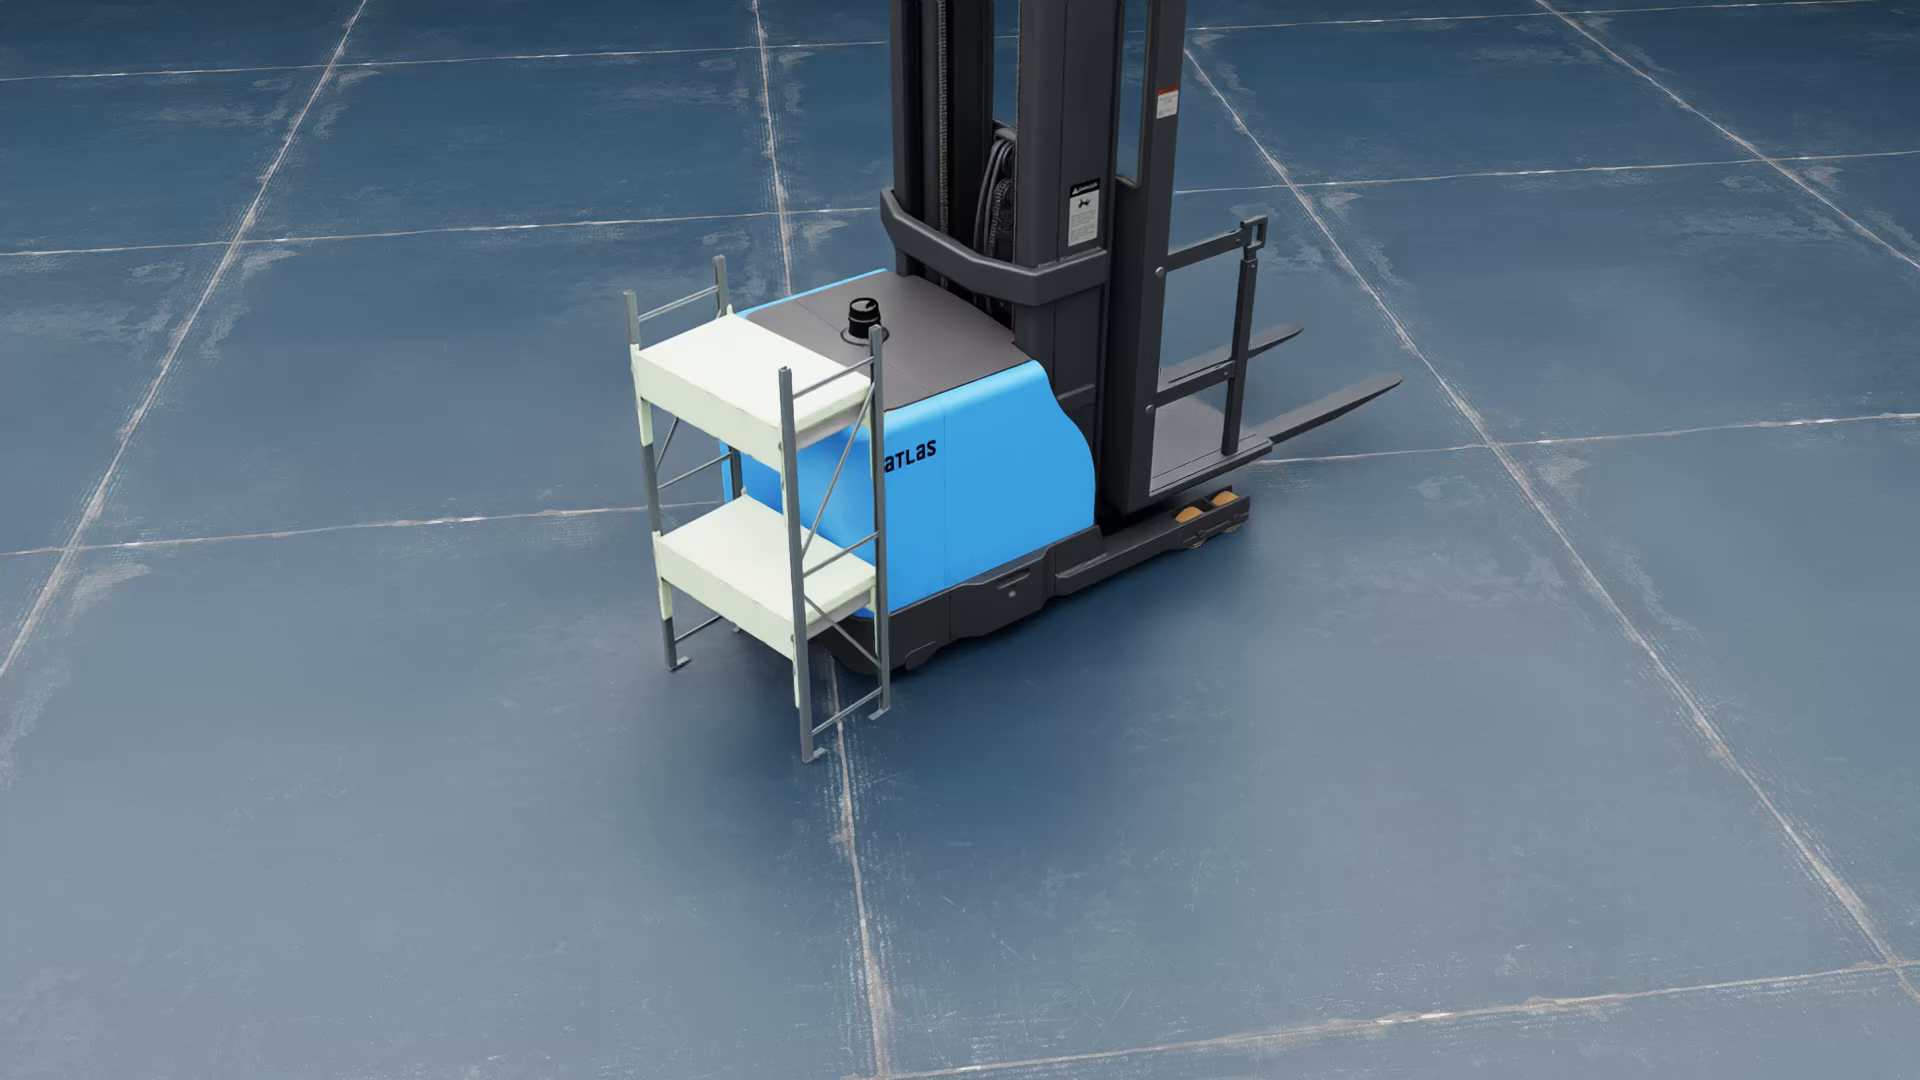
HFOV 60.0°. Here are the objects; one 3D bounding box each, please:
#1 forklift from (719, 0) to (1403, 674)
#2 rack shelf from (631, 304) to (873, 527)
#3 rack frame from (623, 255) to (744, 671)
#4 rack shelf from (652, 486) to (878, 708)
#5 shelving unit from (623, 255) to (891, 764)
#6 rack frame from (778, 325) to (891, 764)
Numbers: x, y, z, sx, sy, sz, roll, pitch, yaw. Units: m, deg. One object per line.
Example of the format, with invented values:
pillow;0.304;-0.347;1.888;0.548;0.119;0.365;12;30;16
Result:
forklift;0.564;-1.393;6.191;3.031;2.935;1.130;-23;40;-29
rack shelf;-0.650;-0.413;5.327;0.720;0.370;0.431;28;43;35
rack frame;-0.919;-0.230;5.752;0.023;1.500;0.400;28;43;35
rack shelf;-0.655;0.182;5.727;0.720;0.370;0.431;28;43;35
shelving unit;-0.653;-0.089;5.545;0.755;1.500;0.431;28;43;35
rack frame;-0.386;0.053;5.338;0.023;1.500;0.400;28;43;35
